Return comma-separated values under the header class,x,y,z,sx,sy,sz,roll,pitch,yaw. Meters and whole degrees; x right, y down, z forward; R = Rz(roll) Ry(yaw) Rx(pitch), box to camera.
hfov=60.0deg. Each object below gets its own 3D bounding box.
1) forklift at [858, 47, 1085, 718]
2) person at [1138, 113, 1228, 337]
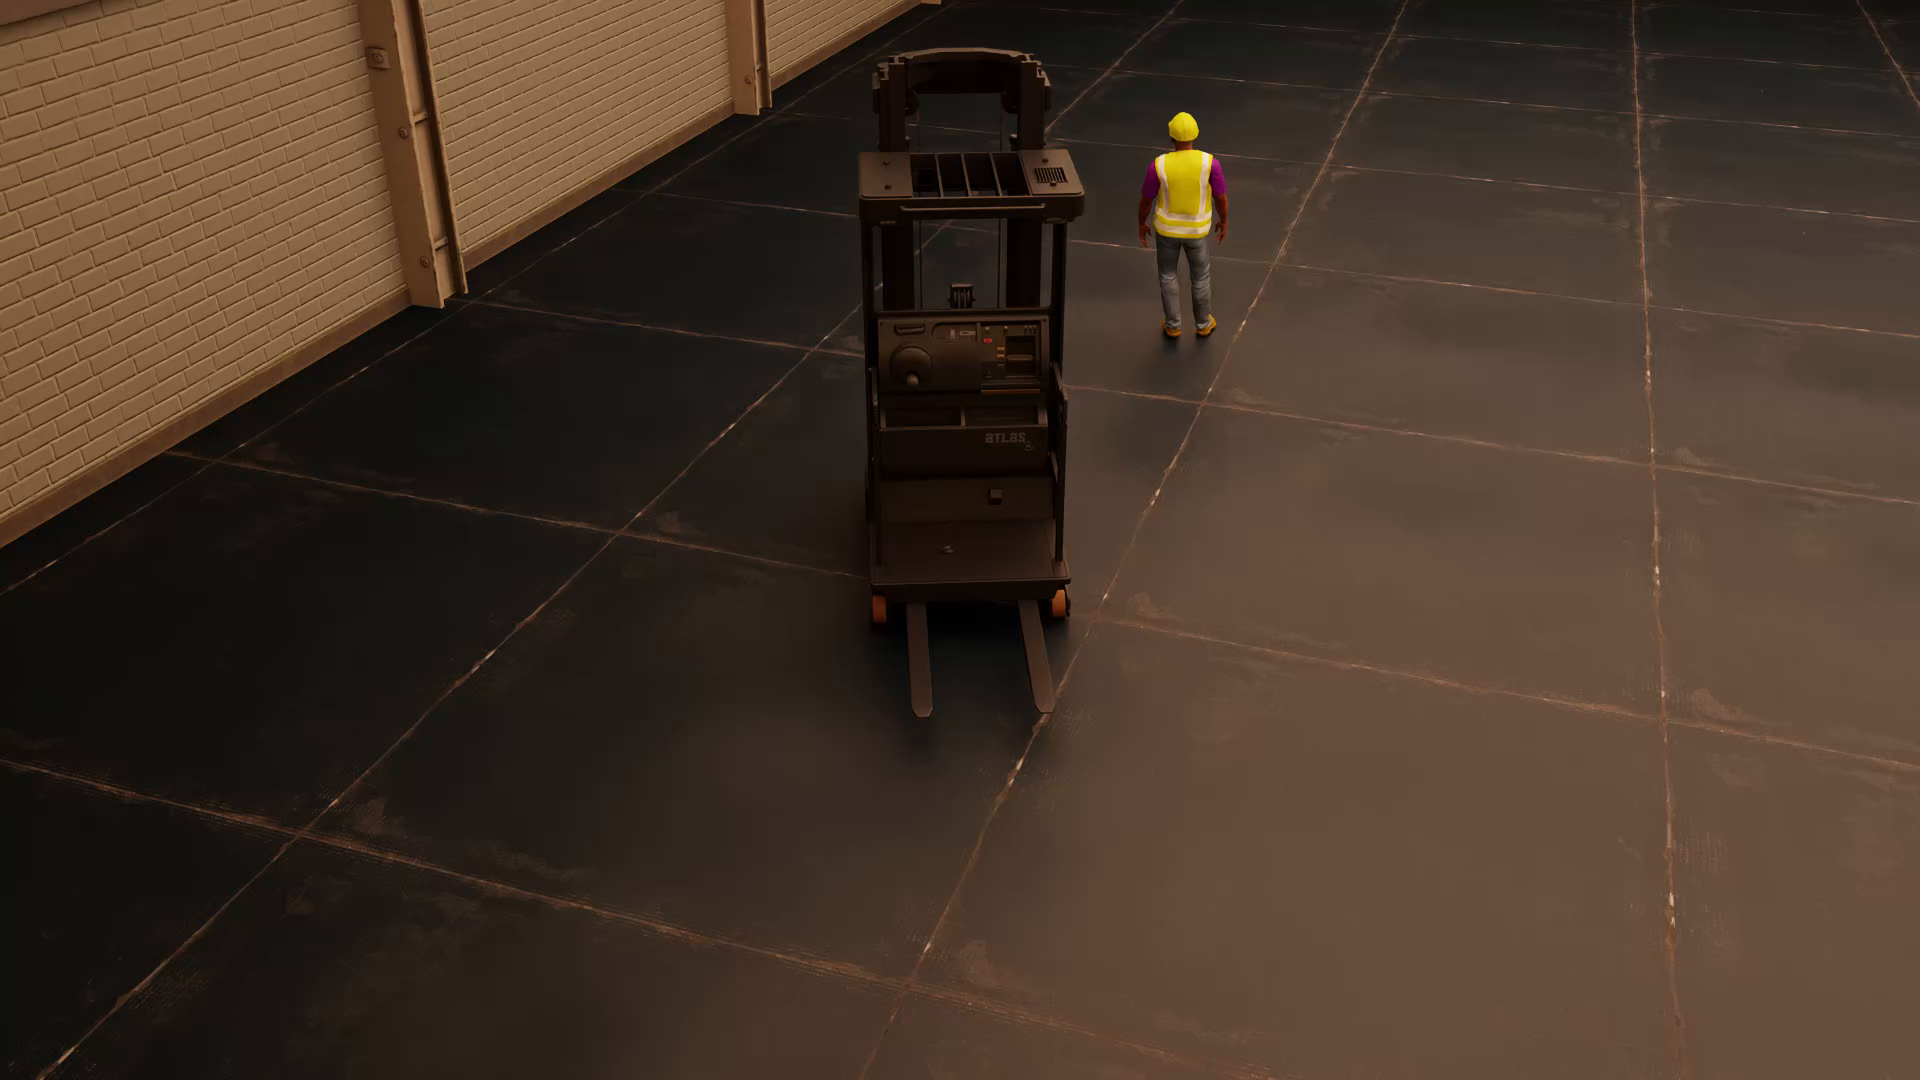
class,x,y,z,sx,sy,sz,roll,pitch,yaw
forklift,0.035,-0.972,8.842,1.130,2.935,3.031,-2,30,-3
person,1.662,-2.355,12.430,0.666,1.761,0.589,3,30,5
